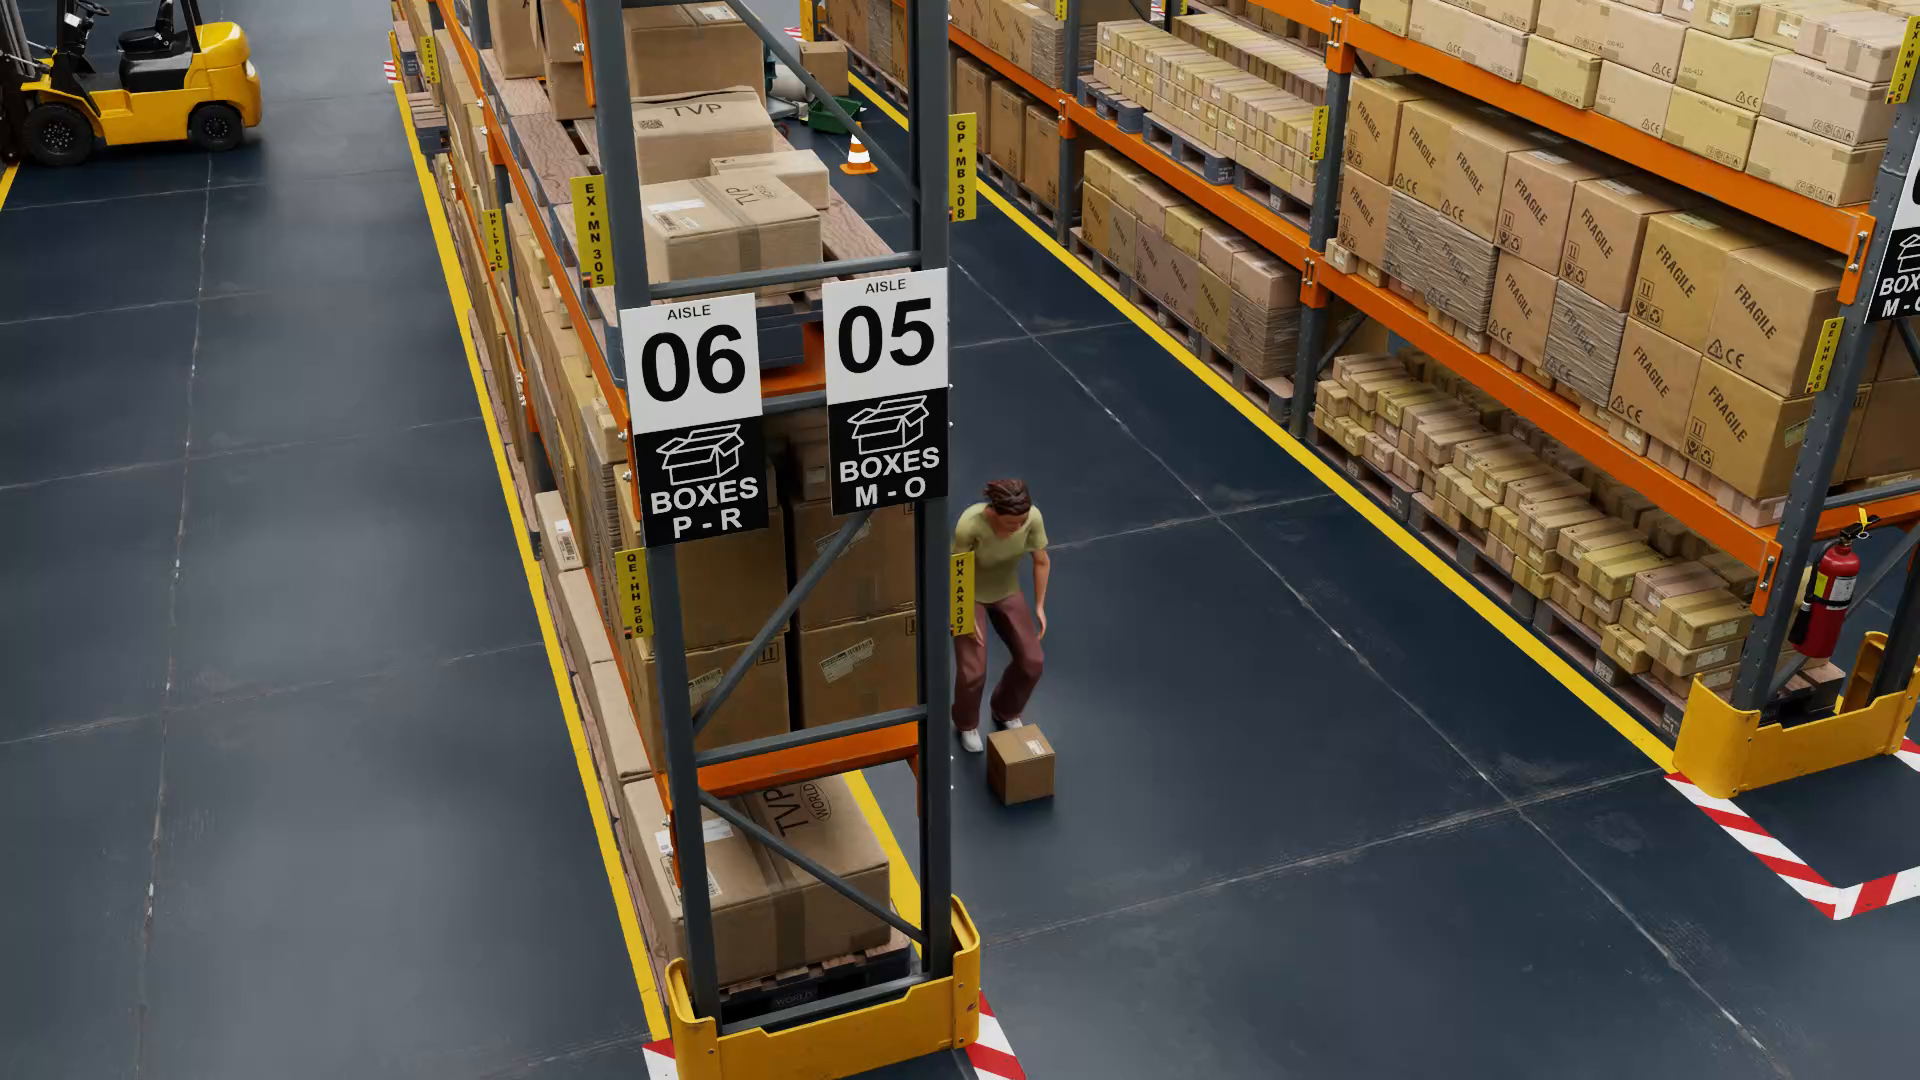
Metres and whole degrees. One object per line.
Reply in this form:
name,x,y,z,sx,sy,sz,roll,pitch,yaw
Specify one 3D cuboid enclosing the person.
person,0.183,0.313,7.967,0.498,1.515,0.532,-9,31,-16
